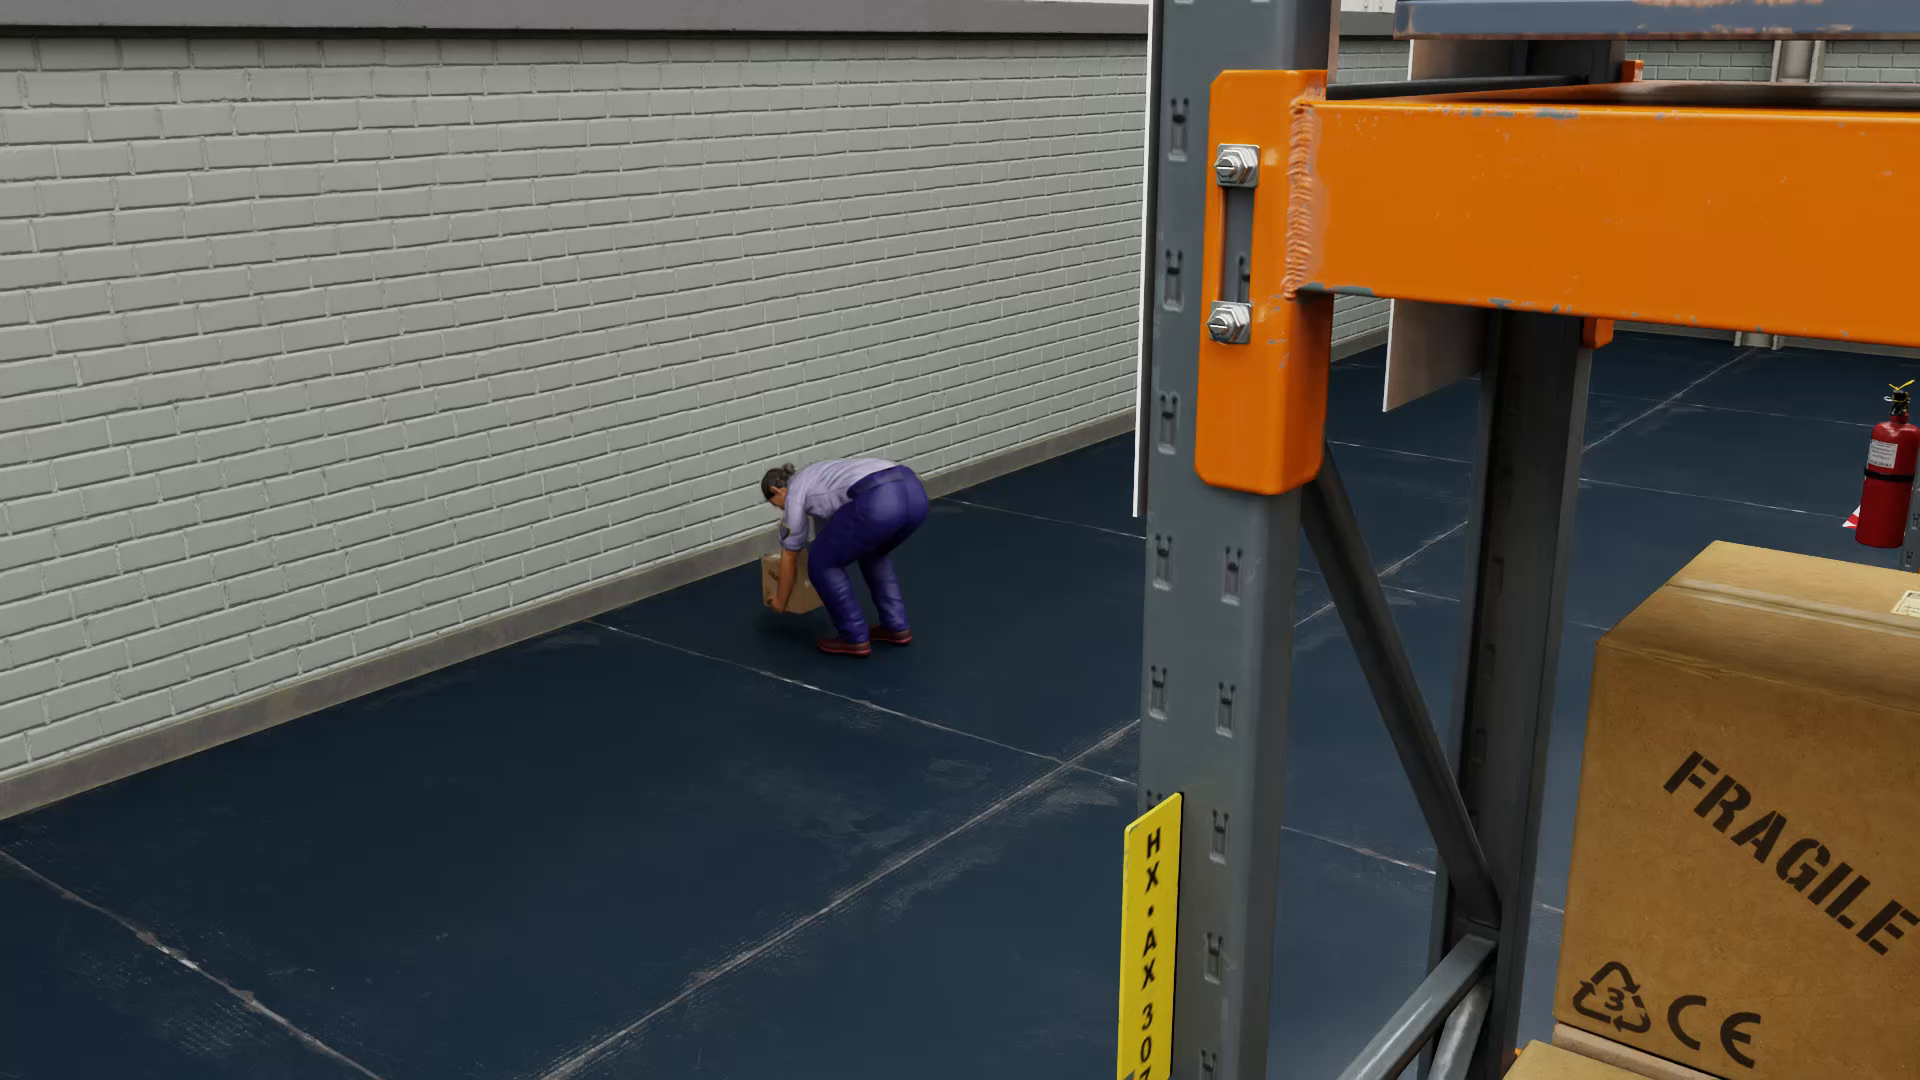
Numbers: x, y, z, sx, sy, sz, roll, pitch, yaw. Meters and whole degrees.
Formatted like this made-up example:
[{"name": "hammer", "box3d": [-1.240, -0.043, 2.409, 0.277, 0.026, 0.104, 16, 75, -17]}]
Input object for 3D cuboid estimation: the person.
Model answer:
[{"name": "person", "box3d": [-0.590, 0.050, 8.128, 0.907, 0.945, 0.491, 11, 20, 32]}]
